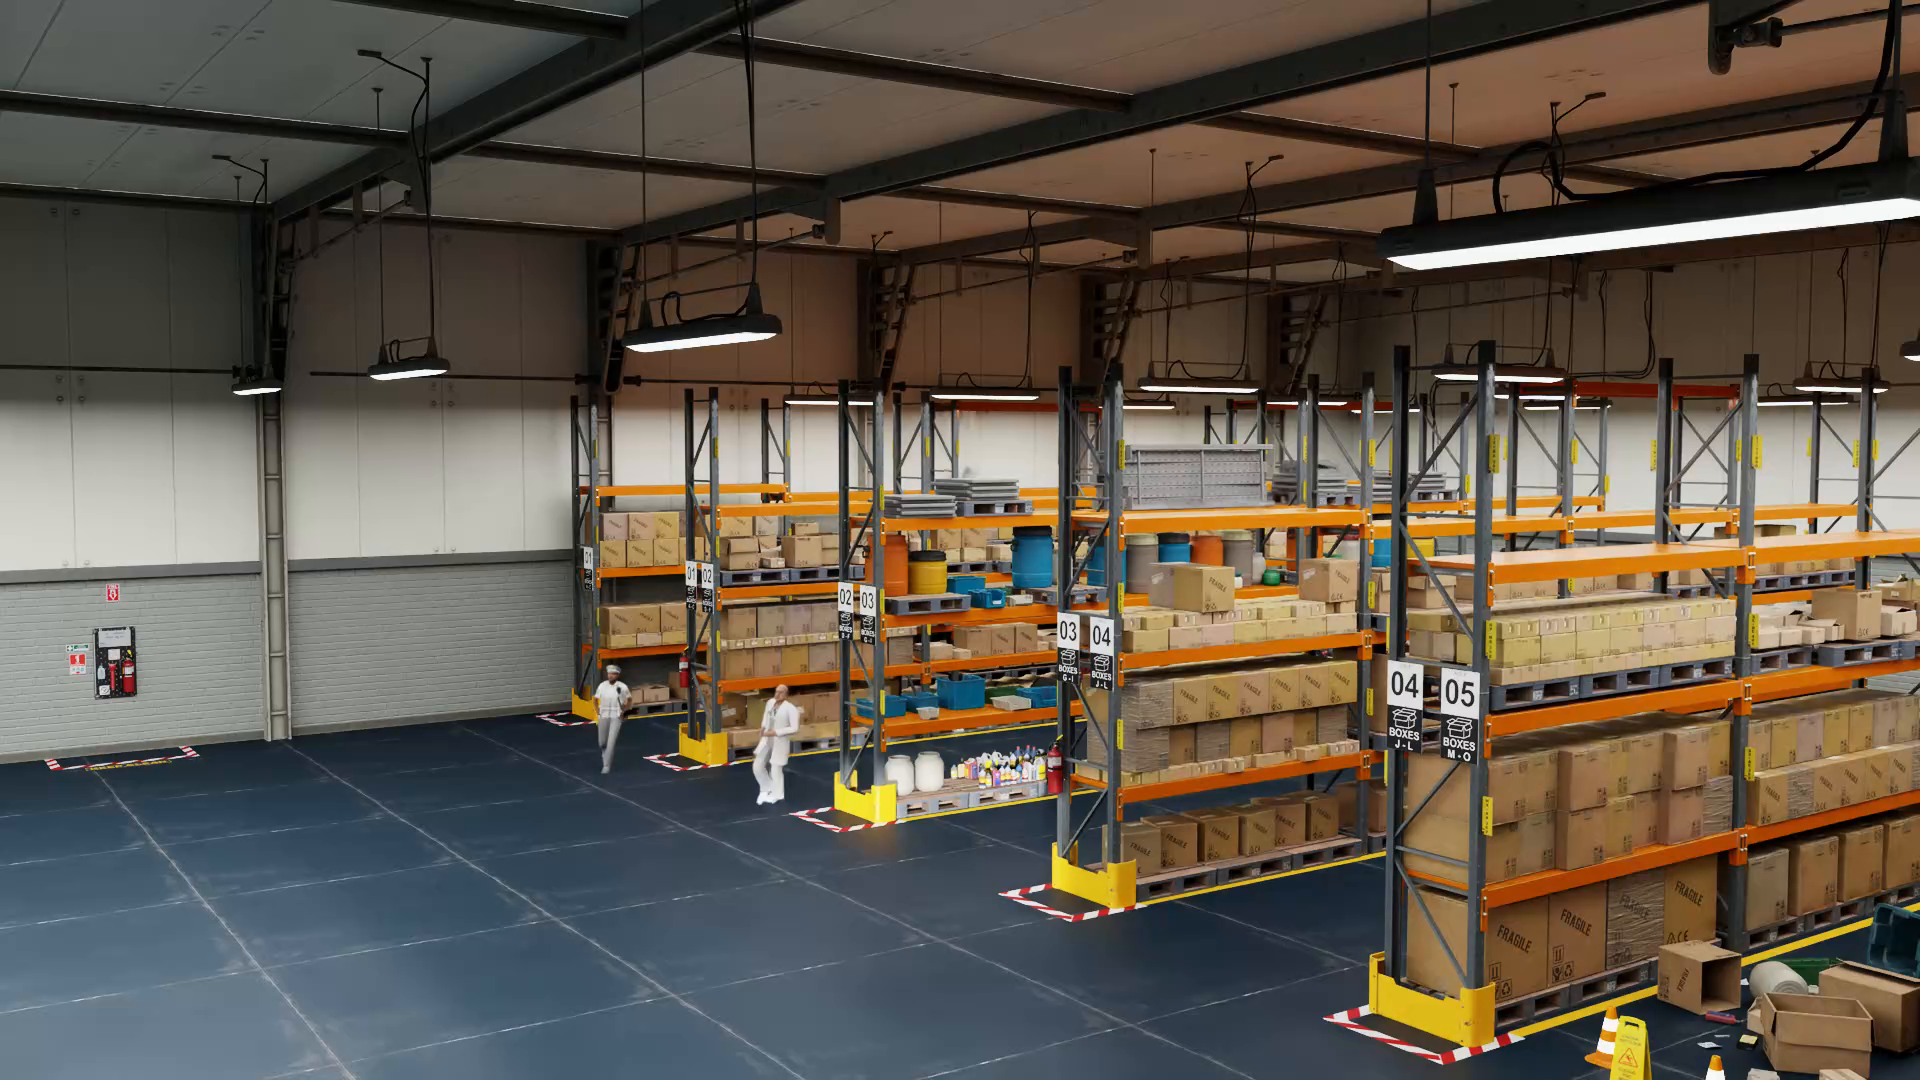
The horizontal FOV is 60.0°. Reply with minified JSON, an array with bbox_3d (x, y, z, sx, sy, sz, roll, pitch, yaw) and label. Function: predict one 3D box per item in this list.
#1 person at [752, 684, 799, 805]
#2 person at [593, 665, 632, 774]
[{"bbox_3d":[-2.548,2.888,23.413,0.714,1.746,0.678,2,4,26],"label":"person"},{"bbox_3d":[-5.443,2.778,26.080,0.599,1.675,0.693,0,3,-2],"label":"person"}]
